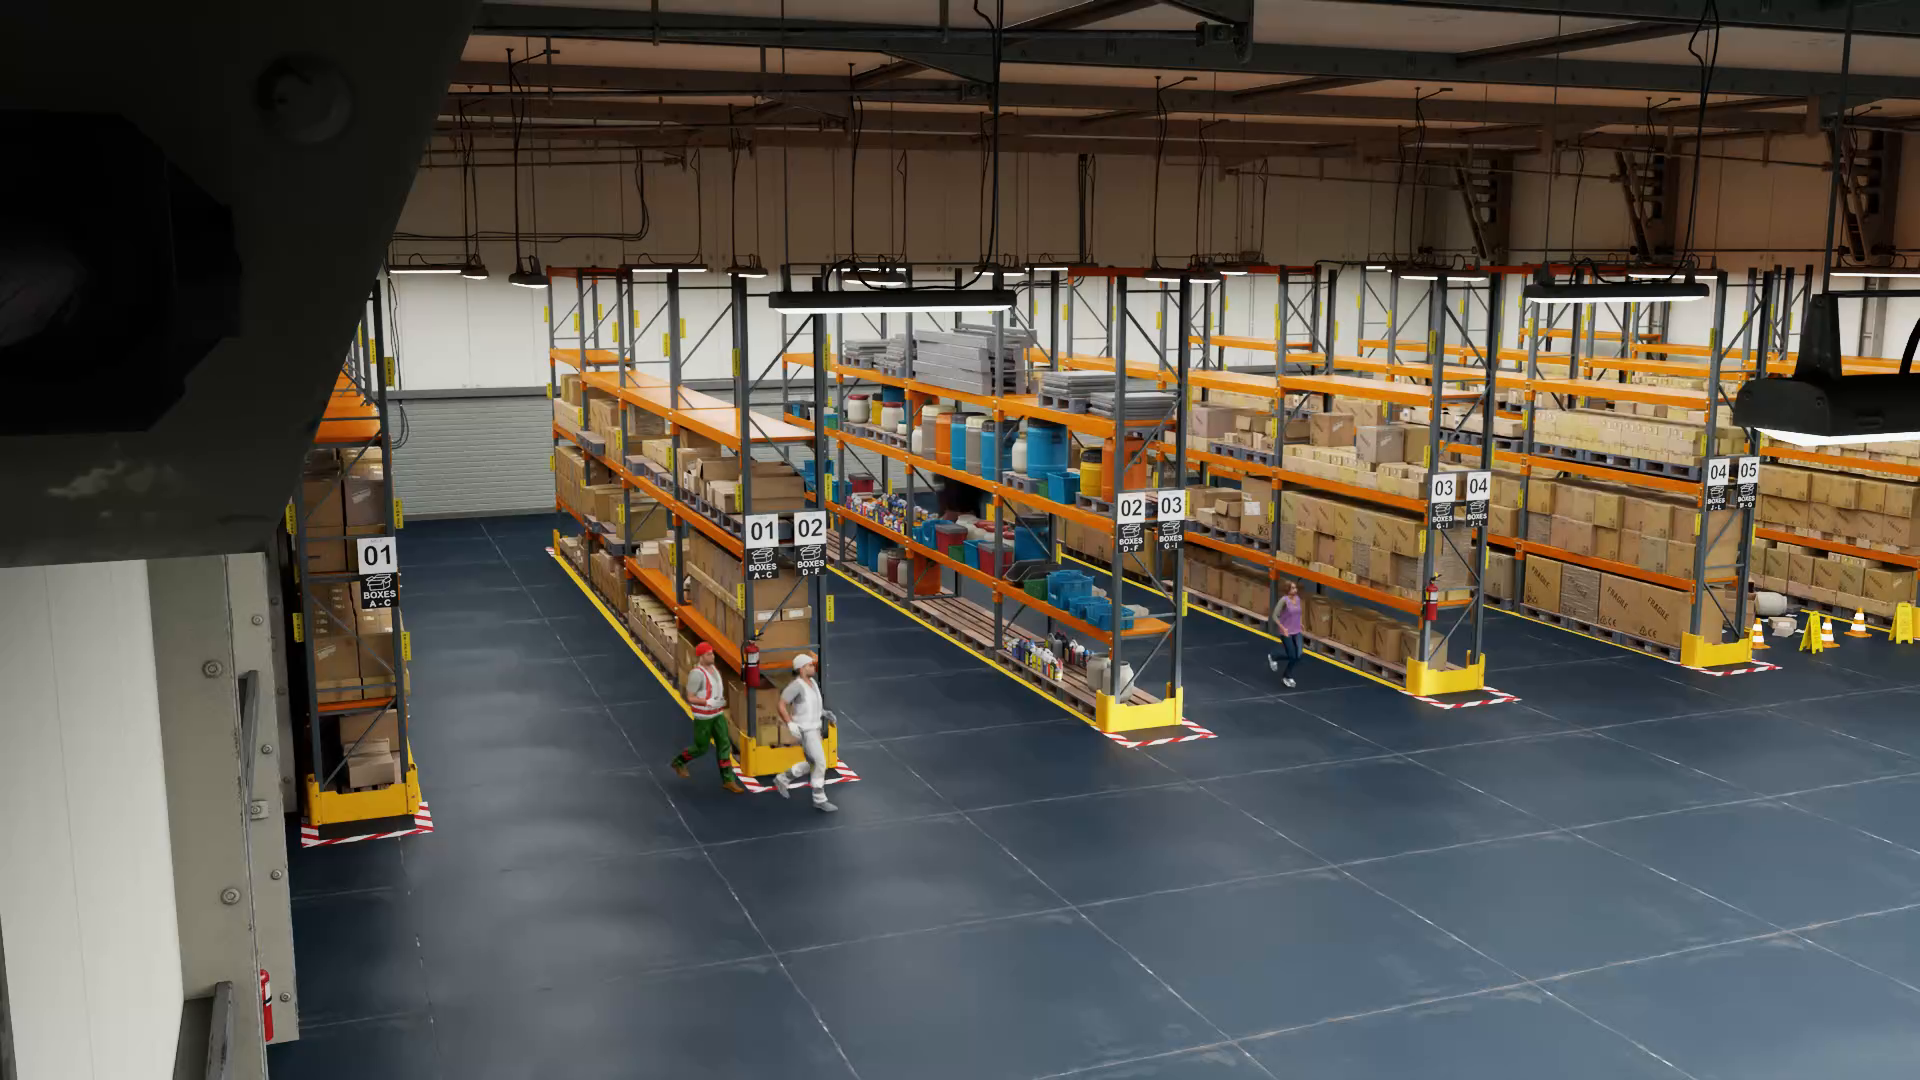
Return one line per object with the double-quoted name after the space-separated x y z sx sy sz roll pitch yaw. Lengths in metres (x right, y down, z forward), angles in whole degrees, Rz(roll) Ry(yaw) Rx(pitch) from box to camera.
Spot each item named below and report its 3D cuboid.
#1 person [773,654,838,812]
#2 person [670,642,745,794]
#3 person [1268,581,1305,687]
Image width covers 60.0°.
-1.750 2.190 19.072 0.813 1.766 0.718 3 10 17 "person"
-2.987 2.072 19.572 0.985 1.793 0.655 5 11 27 "person"
4.811 1.359 24.473 0.544 1.565 0.560 -6 12 -32 "person"
